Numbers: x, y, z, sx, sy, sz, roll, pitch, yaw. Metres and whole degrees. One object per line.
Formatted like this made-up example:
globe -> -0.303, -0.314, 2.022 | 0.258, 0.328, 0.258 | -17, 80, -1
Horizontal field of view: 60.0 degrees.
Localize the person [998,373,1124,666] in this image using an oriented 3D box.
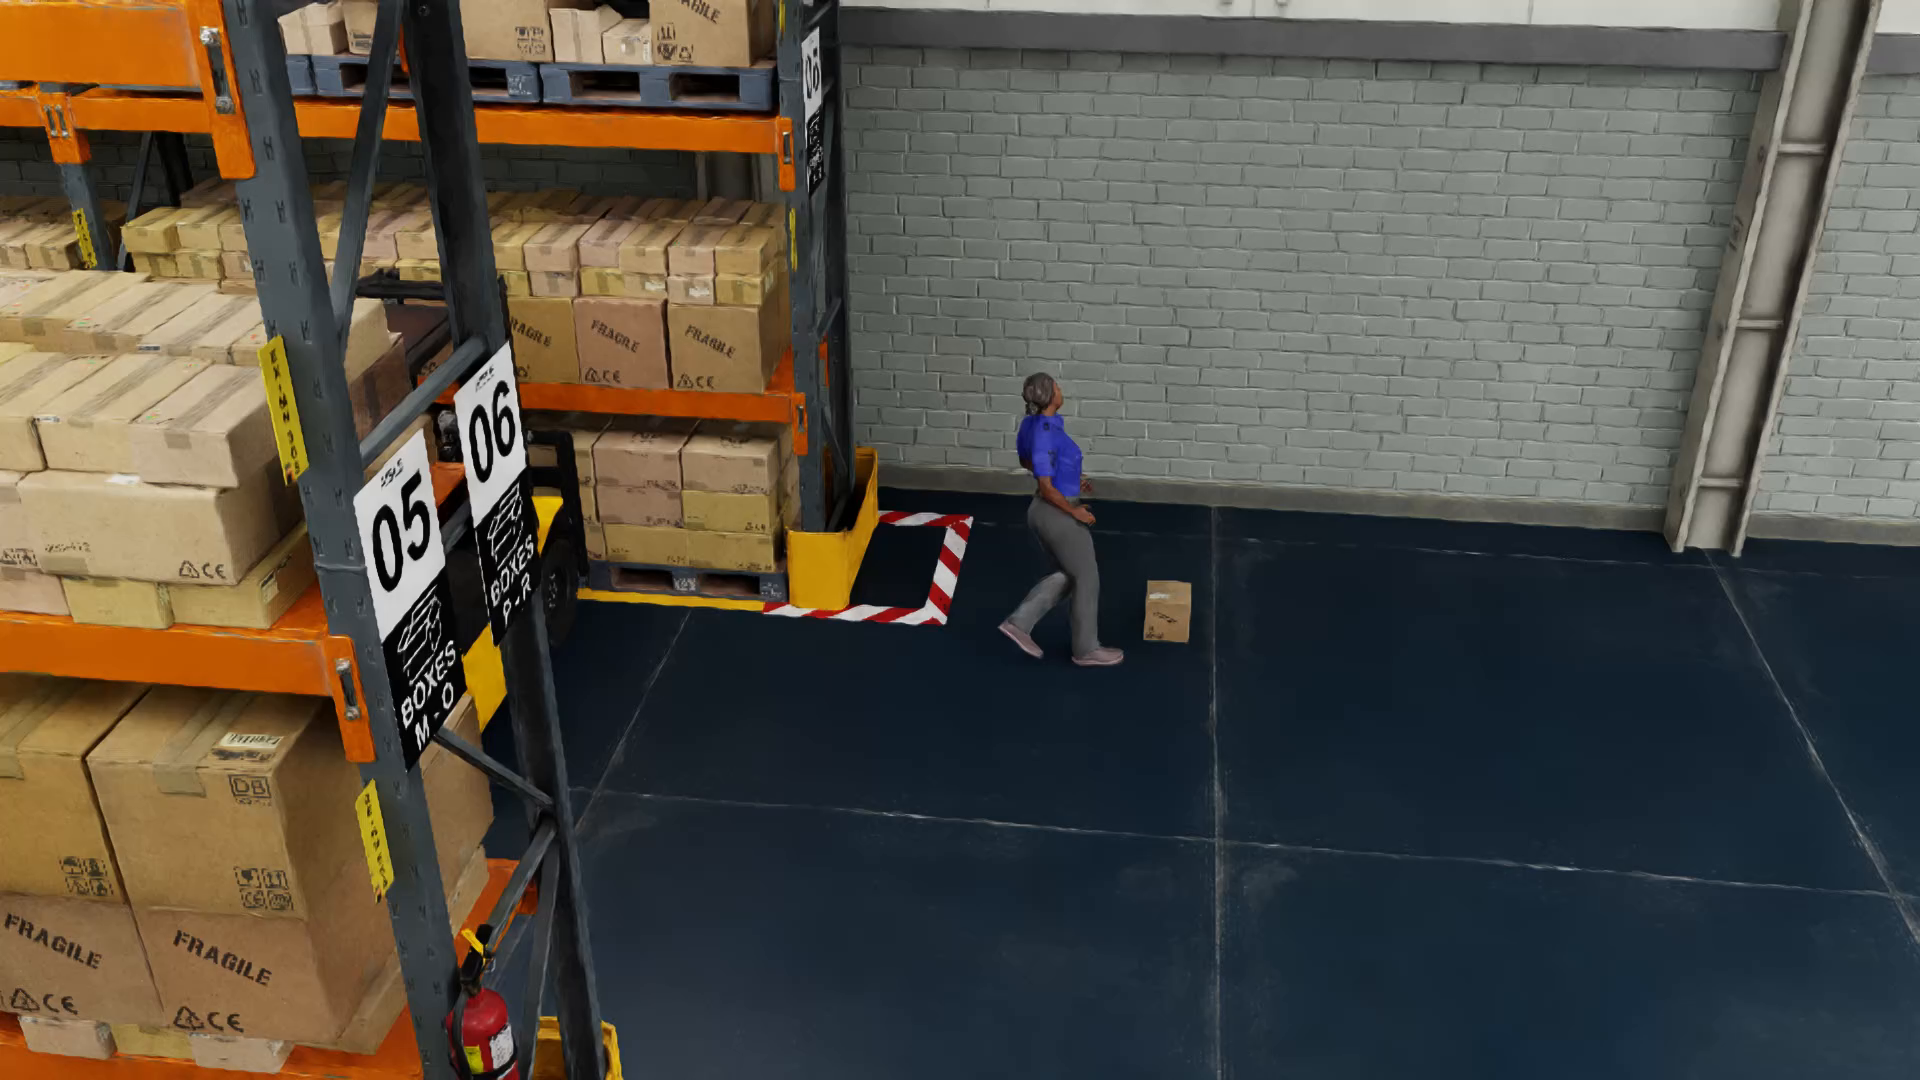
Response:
person -> 0.513, -0.123, 8.894 | 0.680, 1.613, 0.610 | -8, 29, -14
